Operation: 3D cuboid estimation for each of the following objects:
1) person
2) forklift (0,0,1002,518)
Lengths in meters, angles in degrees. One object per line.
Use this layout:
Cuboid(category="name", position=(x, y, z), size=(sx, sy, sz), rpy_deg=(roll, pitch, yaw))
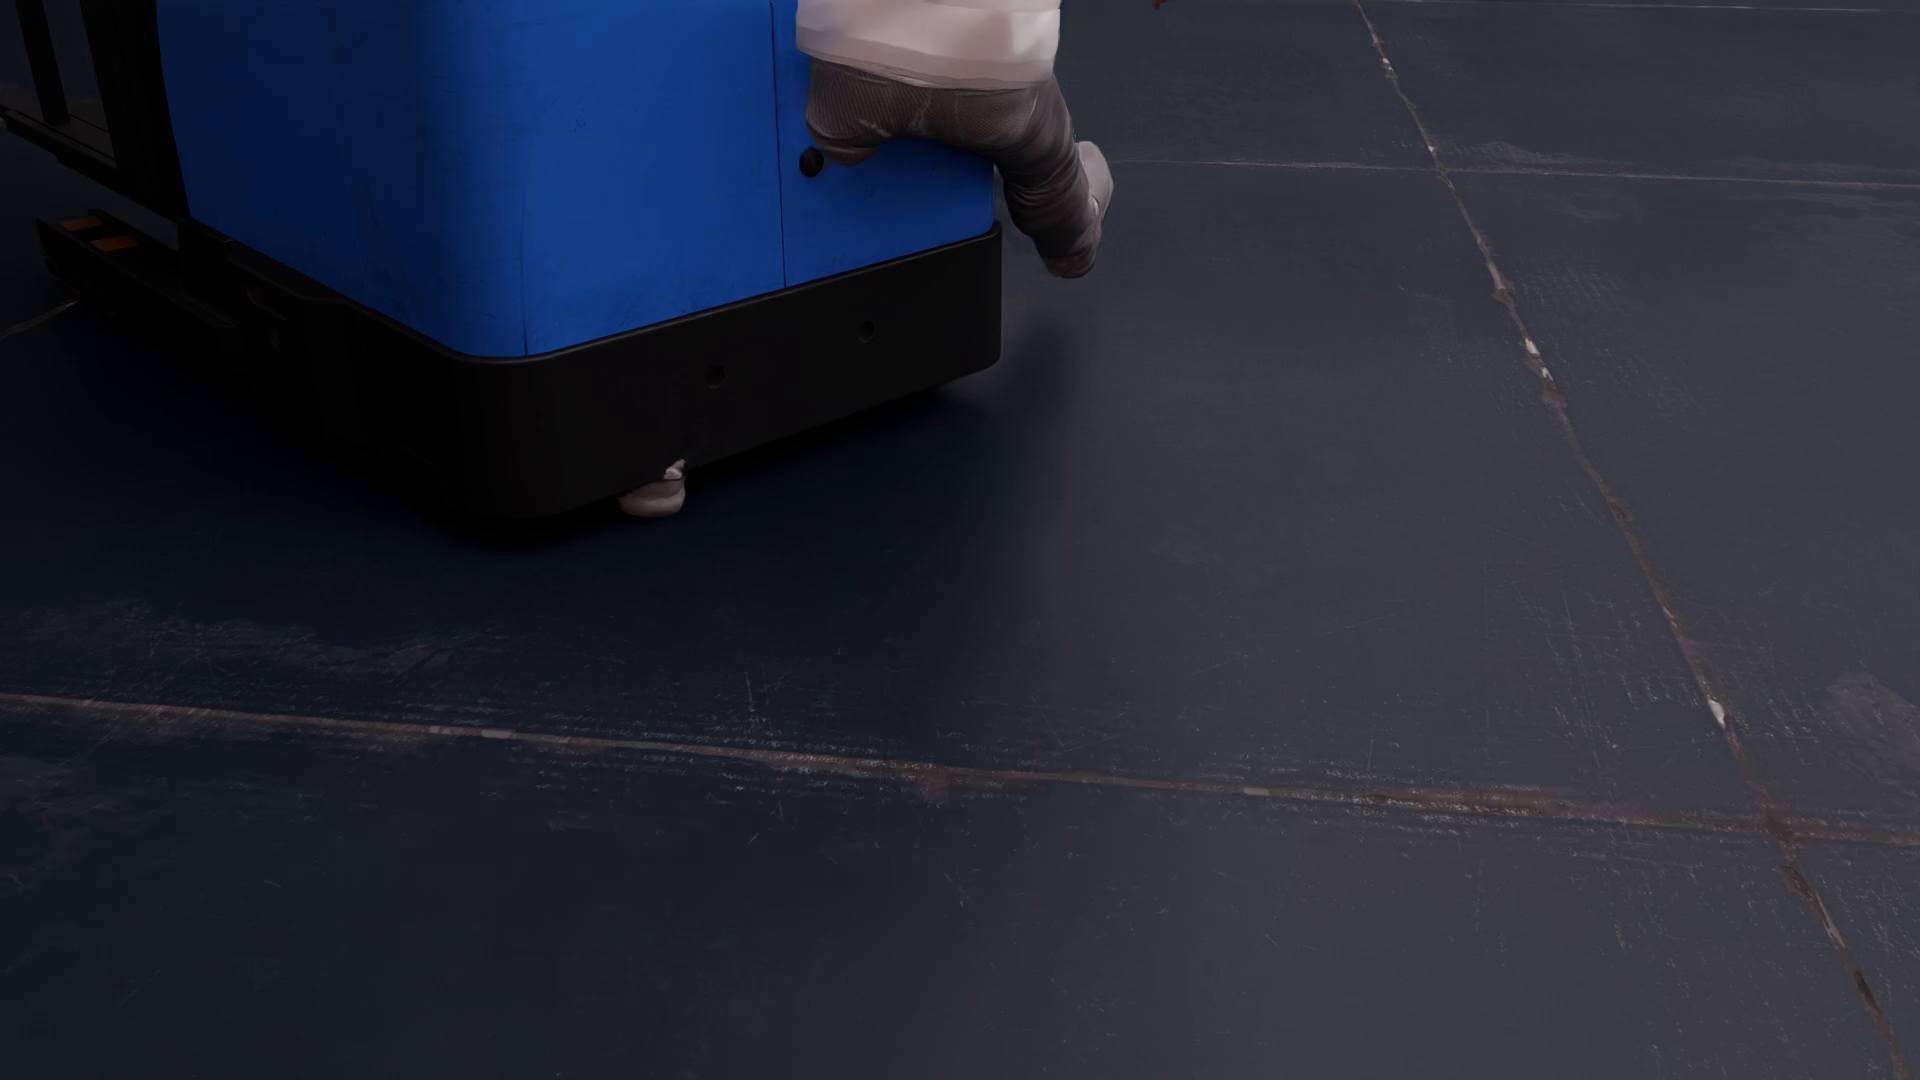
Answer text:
Cuboid(category="person", position=(-0.107, -0.931, 2.780), size=(1.023, 1.442, 1.116), rpy_deg=(-3, 27, -6))
Cuboid(category="forklift", position=(-1.305, -1.909, 3.043), size=(1.130, 2.935, 3.031), rpy_deg=(-23, 35, -38))
